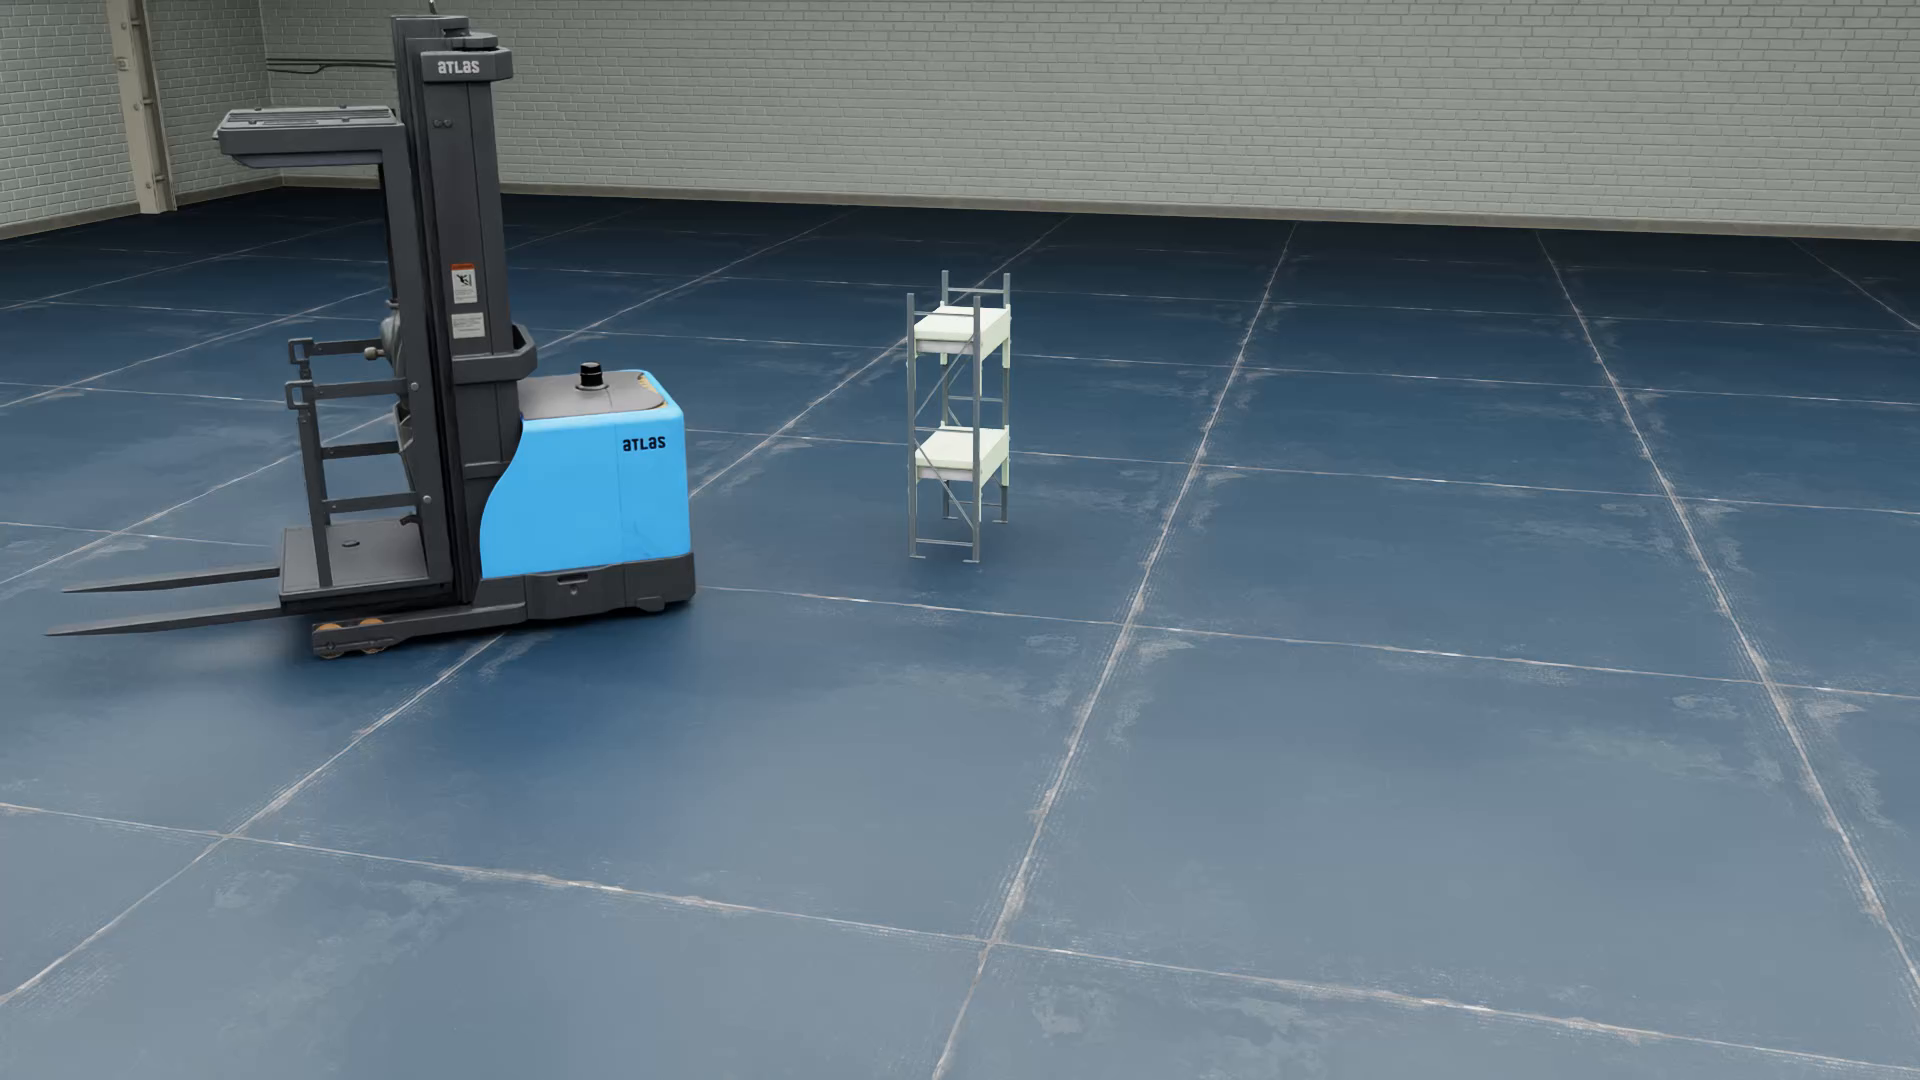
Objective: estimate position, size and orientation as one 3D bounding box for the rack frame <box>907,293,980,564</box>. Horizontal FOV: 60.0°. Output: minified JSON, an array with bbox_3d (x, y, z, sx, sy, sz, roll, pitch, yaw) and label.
[{"bbox_3d":[-0.088,-0.597,9.115,0.400,1.500,0.023,5,19,13],"label":"rack frame"}]

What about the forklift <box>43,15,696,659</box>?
[{"bbox_3d":[-2.947,-1.007,8.102,3.031,2.935,1.130,-7,20,-19],"label":"forklift"}]

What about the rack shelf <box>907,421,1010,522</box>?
[{"bbox_3d":[0.002,-0.403,9.557,0.431,0.370,0.720,5,19,13],"label":"rack shelf"}]

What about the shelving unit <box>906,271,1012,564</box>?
[{"bbox_3d":[0.002,-0.712,9.451,0.431,1.500,0.755,5,19,13],"label":"shelving unit"}]

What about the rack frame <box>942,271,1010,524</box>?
[{"bbox_3d":[0.091,-0.827,9.787,0.400,1.500,0.023,5,19,13],"label":"rack frame"}]

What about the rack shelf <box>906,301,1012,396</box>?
[{"bbox_3d":[0.002,-1.081,9.325,0.431,0.370,0.720,5,19,13],"label":"rack shelf"}]

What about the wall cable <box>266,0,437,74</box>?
[{"bbox_3d":[-9.078,-8.148,24.424,3.097,2.526,0.112,5,19,13],"label":"wall cable"}]

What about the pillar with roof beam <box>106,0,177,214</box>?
[{"bbox_3d":[-6.905,-8.458,20.529,9.100,9.000,0.400,5,19,13],"label":"pillar with roof beam"}]
